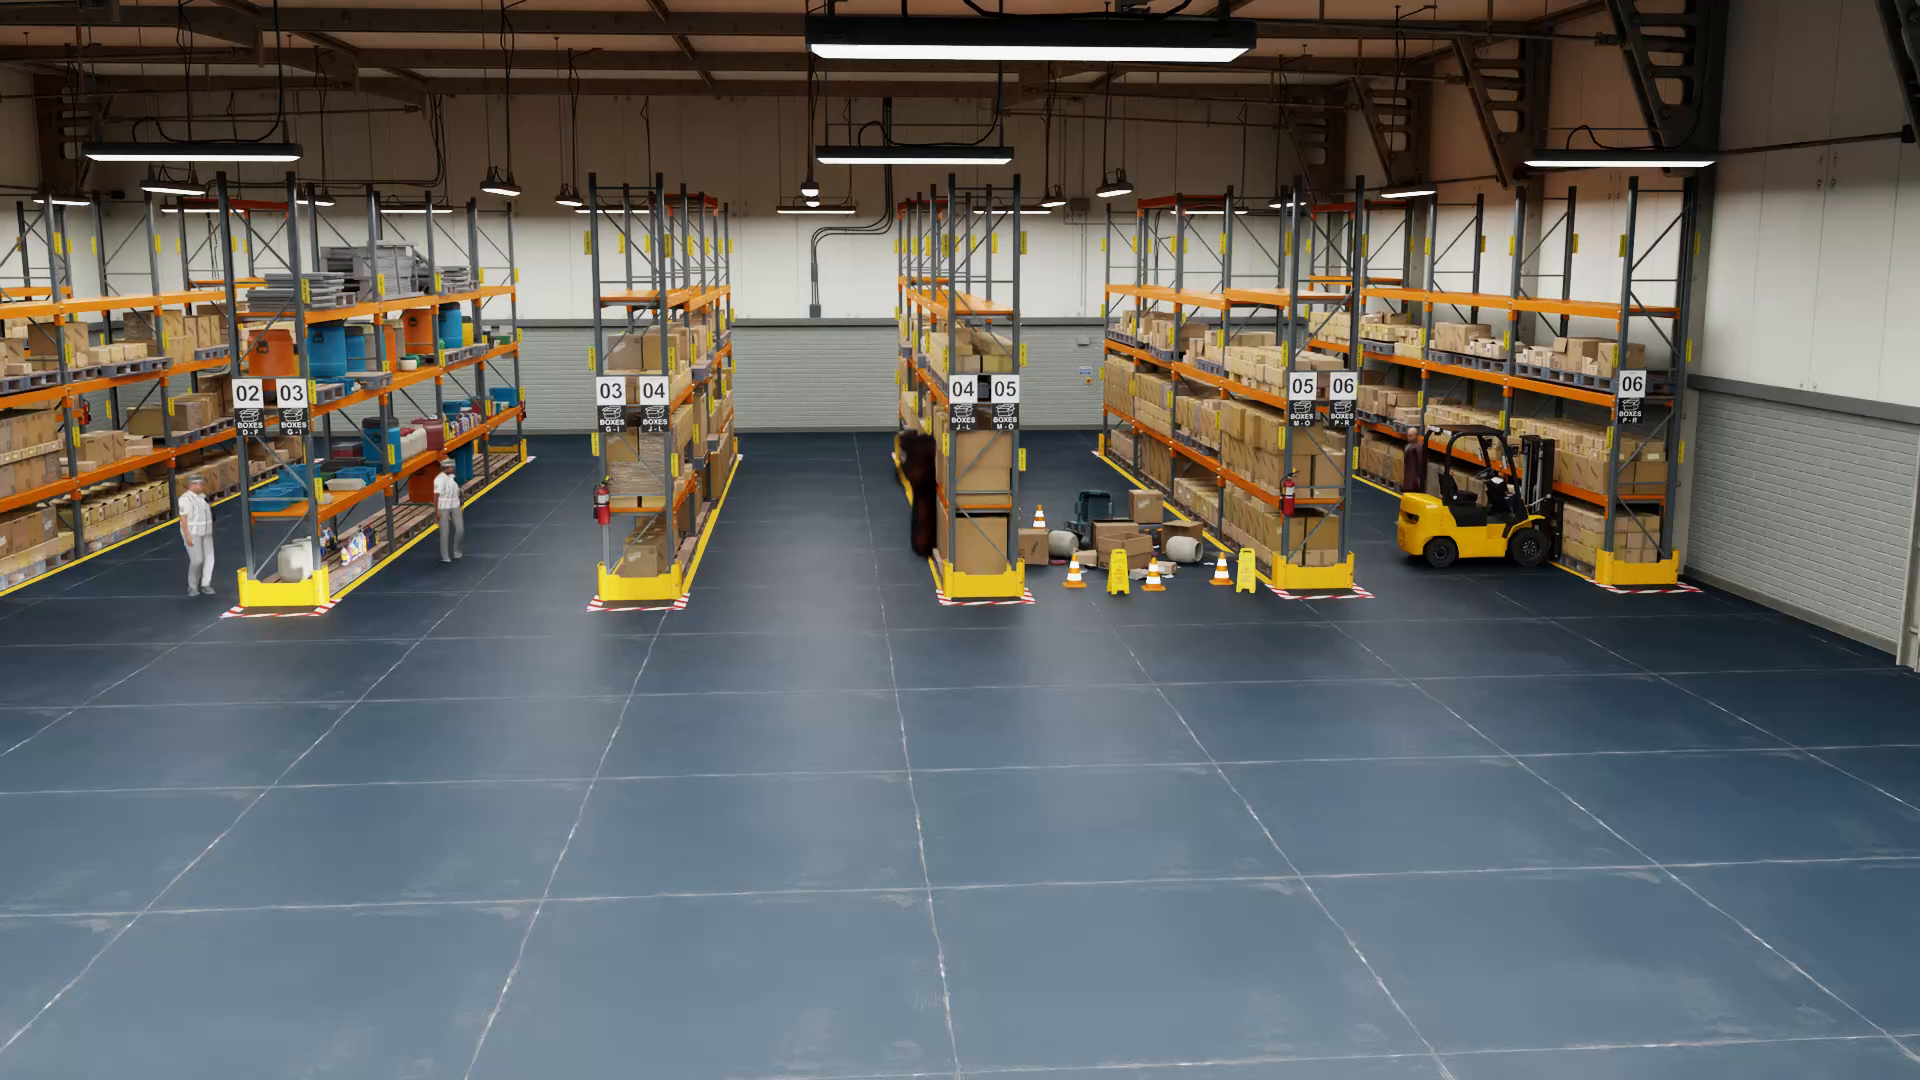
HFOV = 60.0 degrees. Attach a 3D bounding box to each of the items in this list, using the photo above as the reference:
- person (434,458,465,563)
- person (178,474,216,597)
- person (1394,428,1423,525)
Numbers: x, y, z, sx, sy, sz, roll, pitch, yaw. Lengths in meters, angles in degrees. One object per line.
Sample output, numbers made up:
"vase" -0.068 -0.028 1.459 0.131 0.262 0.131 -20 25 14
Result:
"person" -8.247 -0.488 26.734 0.511 1.661 0.472 -8 13 -38
"person" -11.090 -0.050 24.215 0.429 1.814 0.540 5 11 28
"person" 8.197 -1.153 30.141 0.523 1.779 0.591 4 11 20
